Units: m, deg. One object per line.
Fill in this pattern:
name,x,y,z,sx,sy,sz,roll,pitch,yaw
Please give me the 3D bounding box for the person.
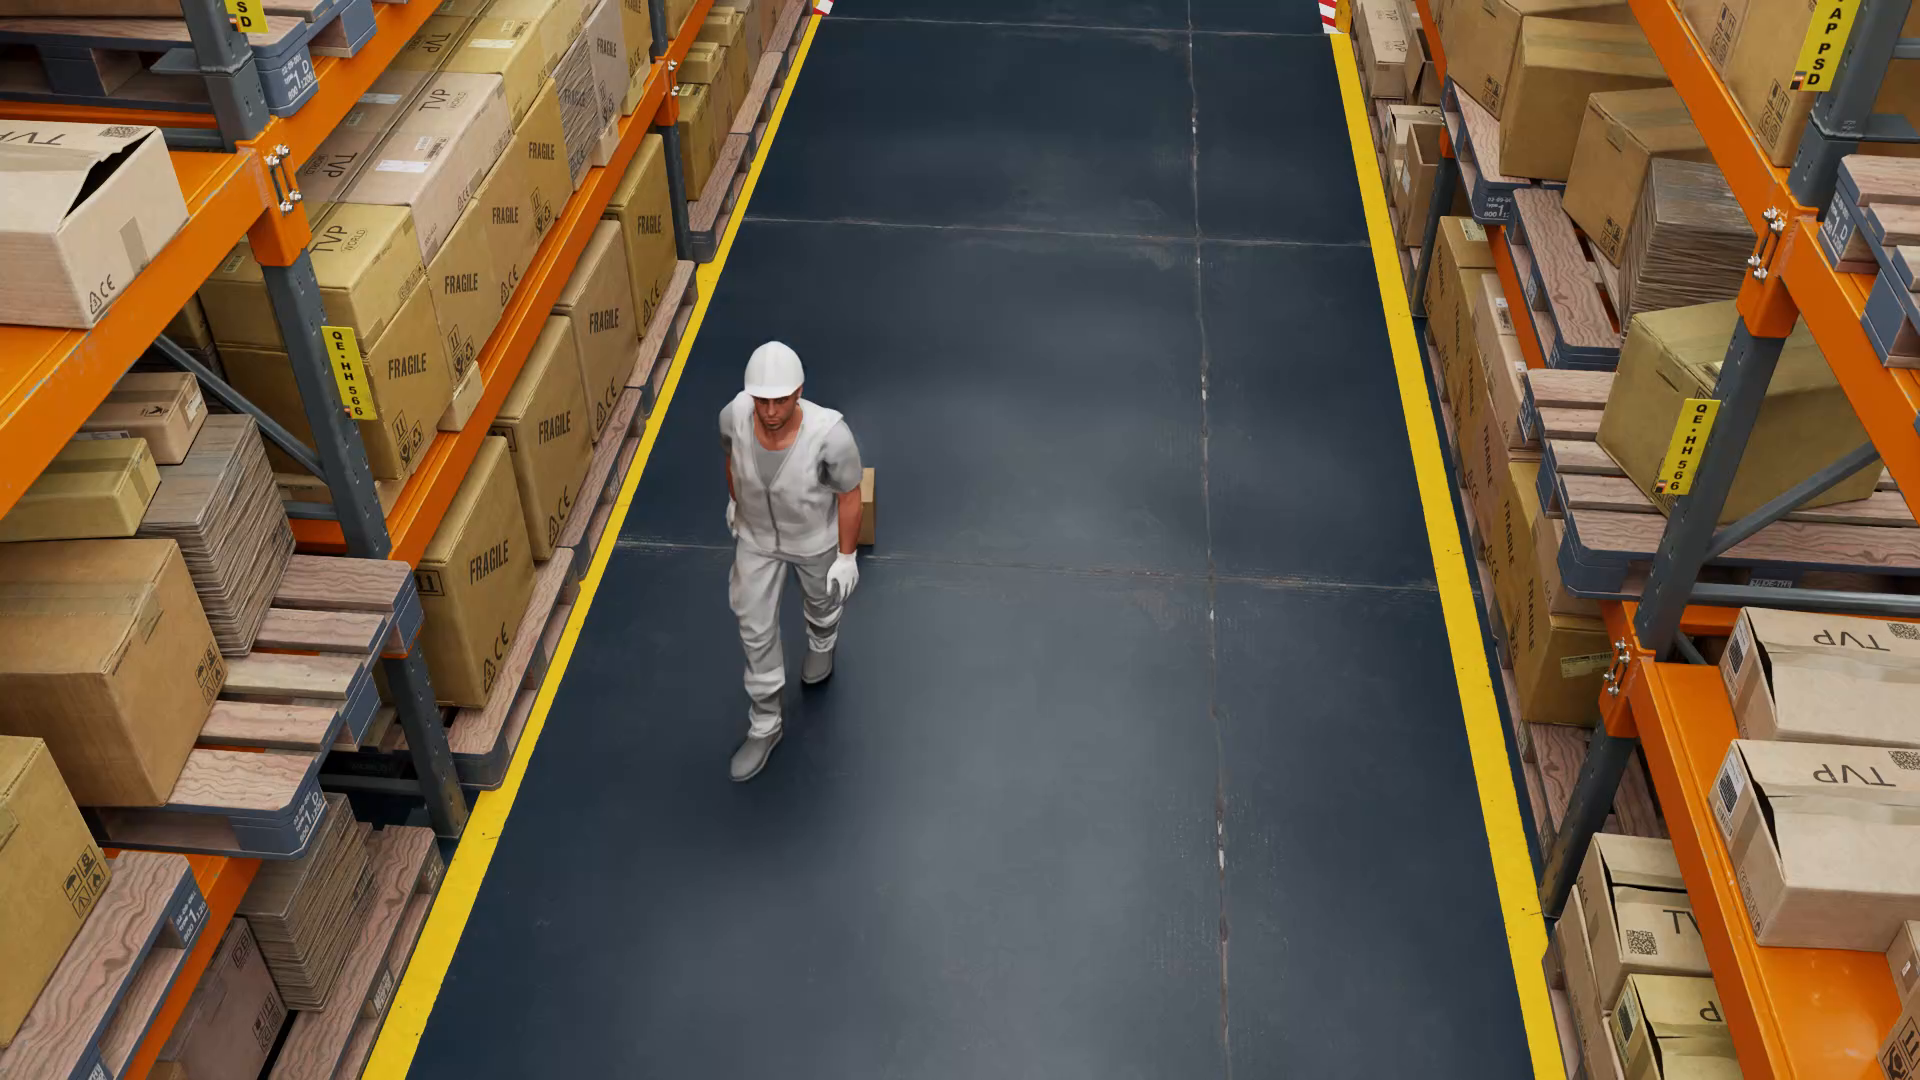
person,-0.630,0.013,6.122,0.577,1.776,0.825,6,40,7
